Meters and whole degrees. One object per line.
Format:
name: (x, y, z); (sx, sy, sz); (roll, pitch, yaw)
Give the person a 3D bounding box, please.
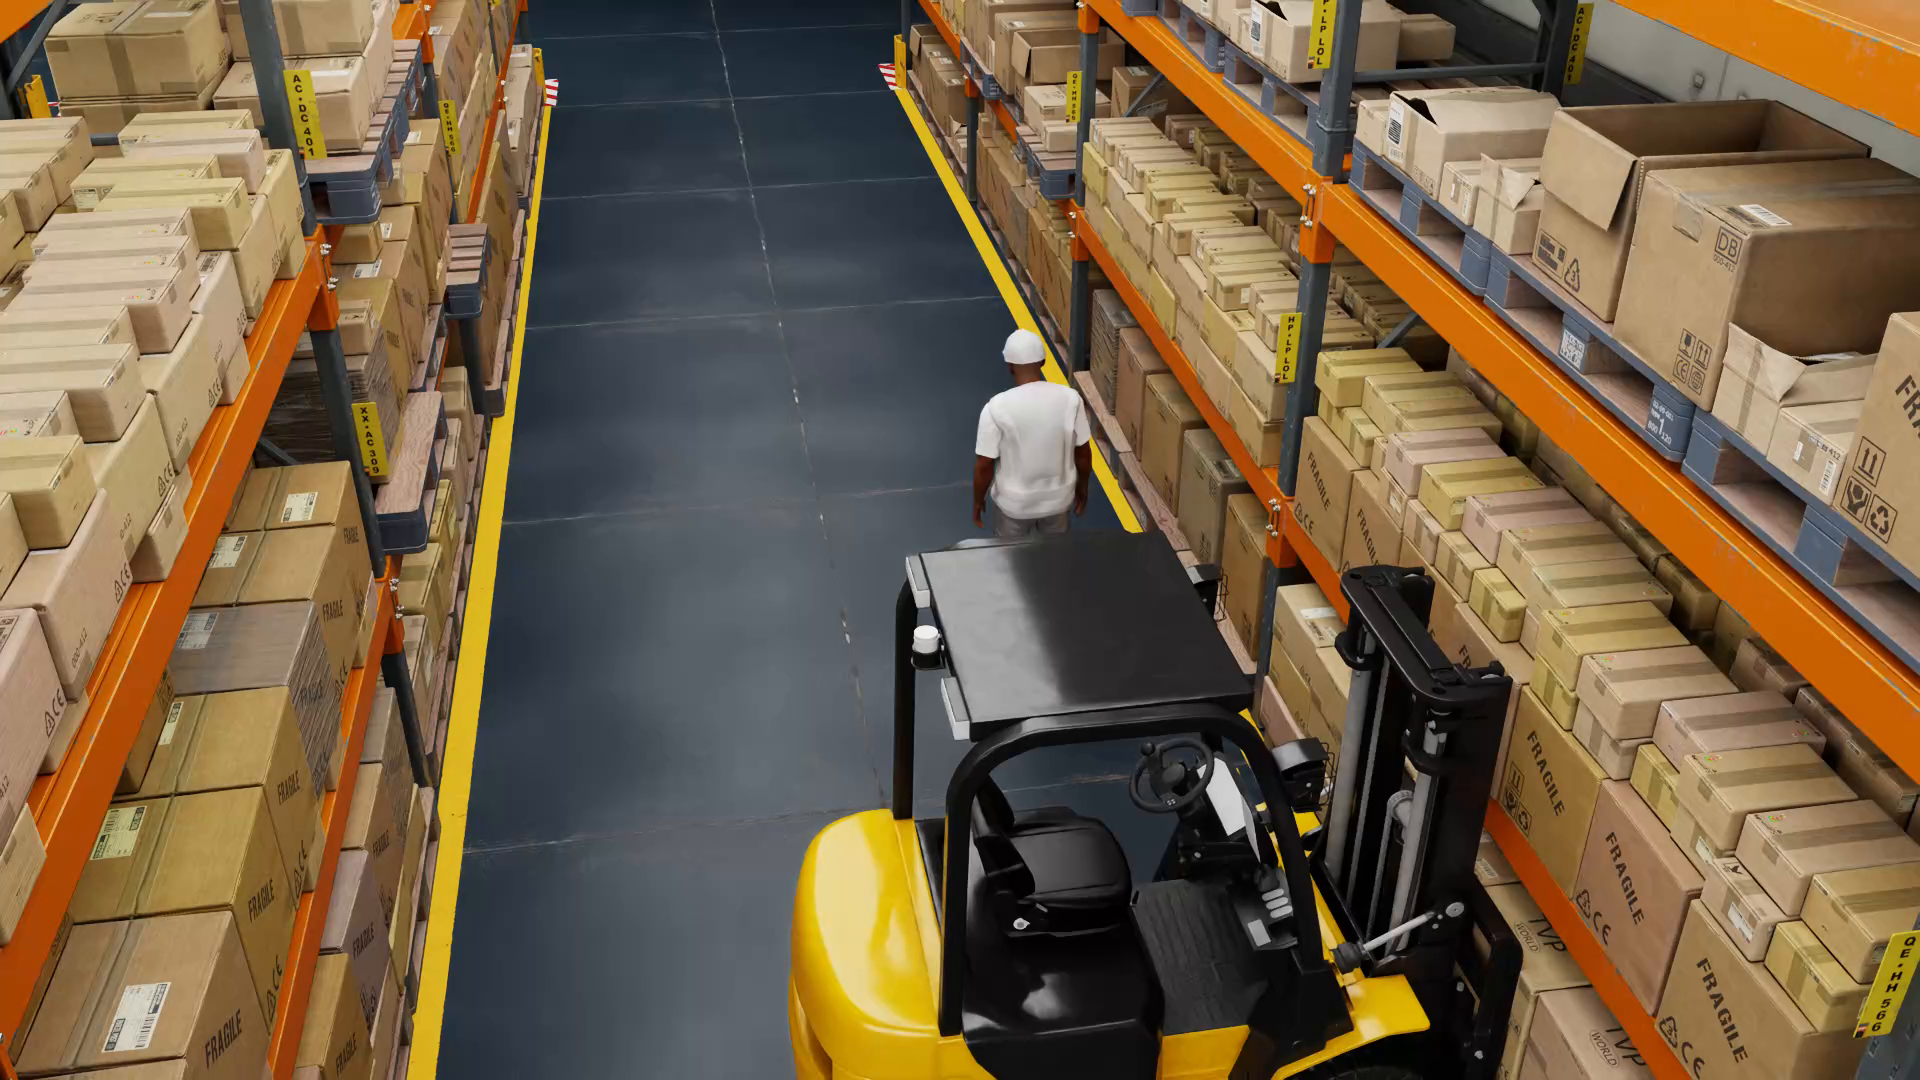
person: (0.361, -0.237, 8.528); (0.629, 1.755, 0.458); (-7, 31, -12)
